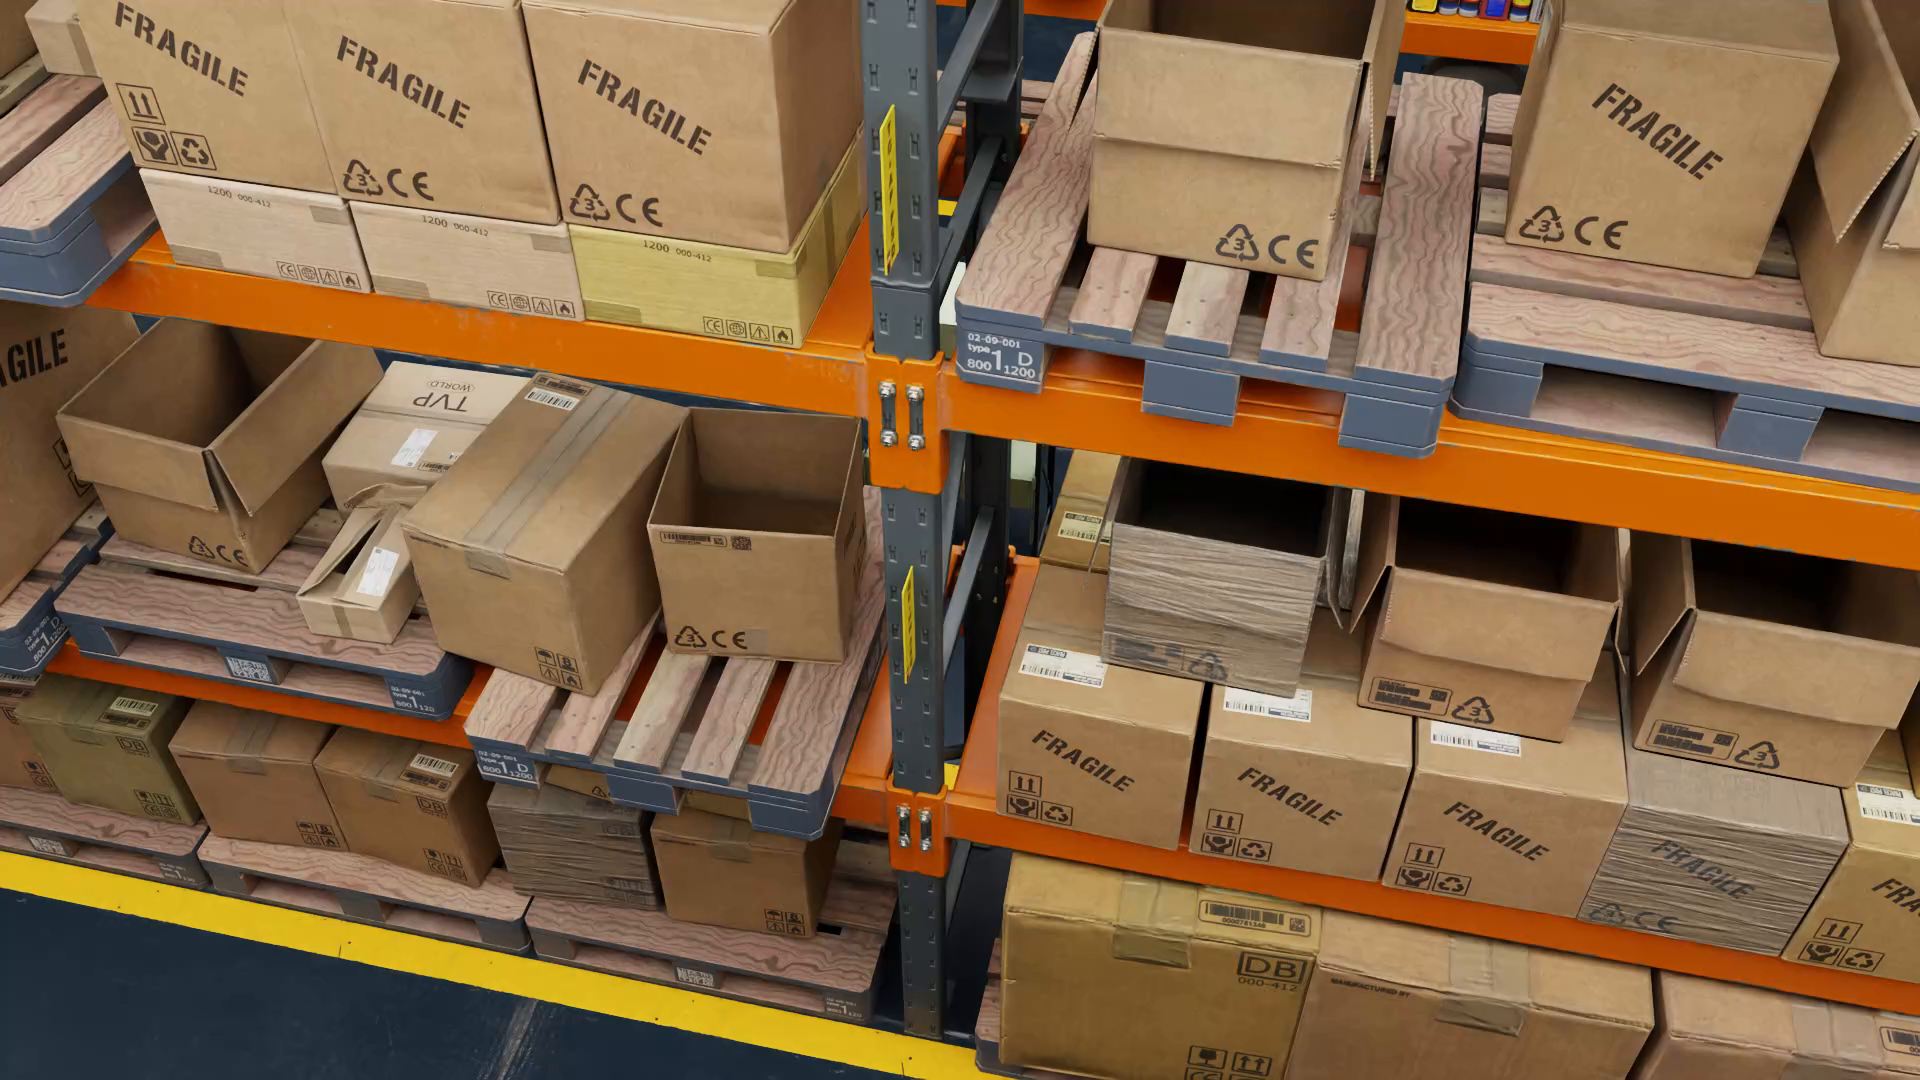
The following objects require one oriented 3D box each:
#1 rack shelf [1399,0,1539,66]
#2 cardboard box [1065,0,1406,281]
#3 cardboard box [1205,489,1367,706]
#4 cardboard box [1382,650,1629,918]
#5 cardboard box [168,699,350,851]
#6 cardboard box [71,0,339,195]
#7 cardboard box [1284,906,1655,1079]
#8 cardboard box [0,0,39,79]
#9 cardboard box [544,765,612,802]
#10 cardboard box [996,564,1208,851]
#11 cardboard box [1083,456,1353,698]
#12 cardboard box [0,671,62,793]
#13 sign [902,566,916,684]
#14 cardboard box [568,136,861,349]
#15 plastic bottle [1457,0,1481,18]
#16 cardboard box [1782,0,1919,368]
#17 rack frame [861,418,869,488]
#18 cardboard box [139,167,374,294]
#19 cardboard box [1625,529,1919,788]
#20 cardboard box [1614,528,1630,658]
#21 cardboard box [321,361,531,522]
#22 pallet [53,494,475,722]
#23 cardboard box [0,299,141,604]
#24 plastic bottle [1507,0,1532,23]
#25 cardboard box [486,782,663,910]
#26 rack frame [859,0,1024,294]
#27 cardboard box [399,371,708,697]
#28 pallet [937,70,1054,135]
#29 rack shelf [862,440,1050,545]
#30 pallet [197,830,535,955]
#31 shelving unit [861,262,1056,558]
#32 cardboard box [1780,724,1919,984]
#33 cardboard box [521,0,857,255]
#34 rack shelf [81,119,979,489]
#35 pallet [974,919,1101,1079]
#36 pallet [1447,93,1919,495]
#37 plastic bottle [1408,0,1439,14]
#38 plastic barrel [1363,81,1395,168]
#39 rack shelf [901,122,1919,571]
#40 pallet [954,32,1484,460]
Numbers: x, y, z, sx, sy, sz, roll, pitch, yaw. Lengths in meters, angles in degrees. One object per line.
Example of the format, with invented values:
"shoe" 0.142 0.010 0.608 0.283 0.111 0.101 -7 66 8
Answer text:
"rack shelf" 3.019 -2.562 8.228 4.000 0.370 1.077 9 45 9
"cardboard box" 0.597 -0.998 3.543 0.637 0.503 0.797 11 45 11
"cardboard box" 1.007 0.178 4.790 0.500 0.500 0.500 8 45 9
"cardboard box" 1.405 0.601 4.350 0.500 0.500 0.500 8 44 8
"cardboard box" -2.316 0.641 5.866 0.500 0.500 0.700 5 44 5
"cardboard box" -1.517 -1.128 3.623 0.500 0.500 0.500 10 45 10
"cardboard box" 1.523 1.101 5.133 0.875 0.875 1.225 9 45 9
"cardboard box" -2.561 -1.367 3.927 0.637 0.503 0.797 11 45 11
"cardboard box" -1.195 0.545 5.425 0.500 0.250 0.500 14 46 14
"cardboard box" 0.401 0.449 4.508 0.500 0.500 0.500 10 45 10
"cardboard box" 0.696 -0.048 4.301 0.637 0.503 0.797 10 45 10
"cardboard box" -3.323 0.472 6.042 0.500 0.500 0.700 6 44 6
"sign" -0.124 0.208 4.053 0.005 0.325 0.100 9 45 9
"cardboard box" -0.532 -0.705 3.725 0.500 0.250 0.500 9 45 9
"plastic bottle" 2.428 -2.617 7.859 0.097 0.271 0.097 0 44 0
"cardboard box" 1.984 -0.747 3.282 0.637 0.503 0.797 8 45 8
"rack frame" -0.364 -0.597 6.749 0.023 1.500 0.400 9 45 9
"cardboard box" -1.508 -0.849 3.874 0.500 0.250 0.500 10 45 10
"cardboard box" 1.987 0.150 4.096 0.637 0.503 0.797 10 45 10
"cardboard box" 2.010 0.332 4.630 0.500 0.500 0.500 10 45 10
"cardboard box" -1.600 -0.279 5.142 0.500 0.250 0.500 8 44 8
"pallet" -1.955 0.025 5.160 1.213 0.211 1.003 9 45 9
"cardboard box" -3.173 -0.530 4.863 1.000 1.000 1.000 9 45 9
"plastic bottle" 2.653 -2.582 7.823 0.097 0.271 0.097 0 44 0
"cardboard box" -1.217 0.807 5.694 0.500 0.500 0.700 5 44 6
"rack frame" -0.014 -1.934 2.730 0.127 3.000 1.000 9 45 9
"cardboard box" -1.117 -0.031 4.704 0.500 0.500 0.700 15 46 15
"pallet" 0.320 -2.263 9.409 1.213 0.211 1.003 9 45 9
"rack shelf" -0.007 -0.306 6.917 0.720 0.370 0.431 9 45 9
"pallet" -1.964 0.927 6.095 1.213 0.211 1.003 9 45 9
"shelving unit" -0.007 -0.541 6.691 0.755 1.500 0.431 9 45 9
"cardboard box" 2.380 0.757 4.188 0.500 0.500 0.500 8 45 9
"cardboard box" -0.535 -0.972 3.461 0.500 0.500 0.500 10 45 10
"rack shelf" -1.966 -0.897 4.334 4.000 0.370 1.077 9 45 9
"pallet" 0.739 1.403 5.600 1.213 0.211 1.003 9 45 9
"pallet" 1.718 -0.556 3.598 1.213 0.211 1.003 11 45 11
"plastic bottle" 2.216 -2.642 7.876 0.133 0.283 0.061 9 45 9
"plastic barrel" 2.119 -2.291 8.919 0.421 0.512 0.421 0 44 0
"rack shelf" 1.937 -0.291 3.705 4.000 0.370 1.077 9 45 9
"pallet" 0.626 -0.723 3.772 1.003 0.211 1.213 11 45 11
